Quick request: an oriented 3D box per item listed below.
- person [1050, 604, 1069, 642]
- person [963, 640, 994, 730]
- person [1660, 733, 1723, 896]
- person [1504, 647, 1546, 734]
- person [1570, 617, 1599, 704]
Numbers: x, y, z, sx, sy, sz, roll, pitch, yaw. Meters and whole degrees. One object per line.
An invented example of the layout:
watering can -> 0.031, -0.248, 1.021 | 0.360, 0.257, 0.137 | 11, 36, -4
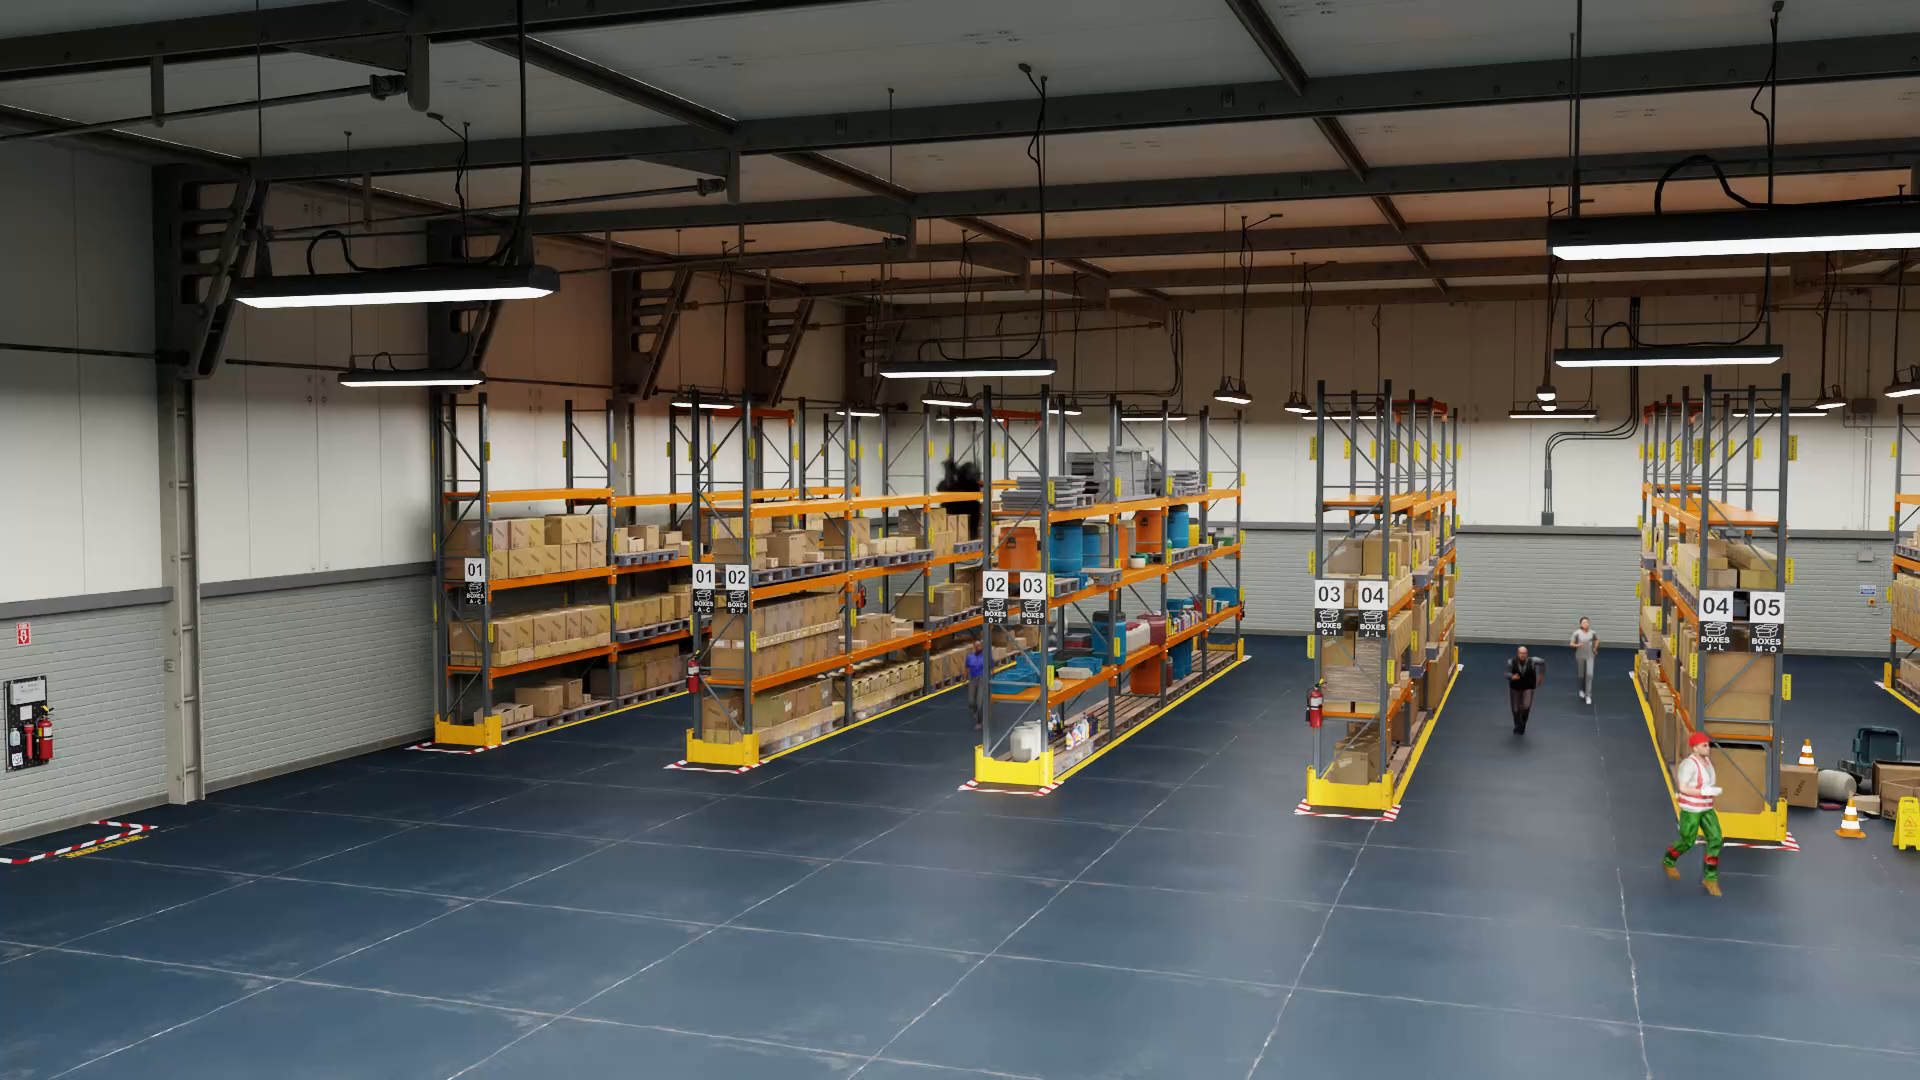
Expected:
person -> 2.617, 1.820, 42.820 | 0.668, 1.797, 0.930 | -3, 4, -41
person -> 0.325, 2.618, 30.057 | 0.586, 1.613, 0.556 | 1, 3, 13
person -> 8.377, 3.116, 19.010 | 0.680, 1.867, 0.849 | -2, 3, -28
person -> 9.912, 2.638, 29.213 | 0.696, 1.588, 0.924 | 1, 3, 18
person -> 12.476, 2.378, 33.215 | 0.565, 1.686, 0.917 | 1, 3, 16
